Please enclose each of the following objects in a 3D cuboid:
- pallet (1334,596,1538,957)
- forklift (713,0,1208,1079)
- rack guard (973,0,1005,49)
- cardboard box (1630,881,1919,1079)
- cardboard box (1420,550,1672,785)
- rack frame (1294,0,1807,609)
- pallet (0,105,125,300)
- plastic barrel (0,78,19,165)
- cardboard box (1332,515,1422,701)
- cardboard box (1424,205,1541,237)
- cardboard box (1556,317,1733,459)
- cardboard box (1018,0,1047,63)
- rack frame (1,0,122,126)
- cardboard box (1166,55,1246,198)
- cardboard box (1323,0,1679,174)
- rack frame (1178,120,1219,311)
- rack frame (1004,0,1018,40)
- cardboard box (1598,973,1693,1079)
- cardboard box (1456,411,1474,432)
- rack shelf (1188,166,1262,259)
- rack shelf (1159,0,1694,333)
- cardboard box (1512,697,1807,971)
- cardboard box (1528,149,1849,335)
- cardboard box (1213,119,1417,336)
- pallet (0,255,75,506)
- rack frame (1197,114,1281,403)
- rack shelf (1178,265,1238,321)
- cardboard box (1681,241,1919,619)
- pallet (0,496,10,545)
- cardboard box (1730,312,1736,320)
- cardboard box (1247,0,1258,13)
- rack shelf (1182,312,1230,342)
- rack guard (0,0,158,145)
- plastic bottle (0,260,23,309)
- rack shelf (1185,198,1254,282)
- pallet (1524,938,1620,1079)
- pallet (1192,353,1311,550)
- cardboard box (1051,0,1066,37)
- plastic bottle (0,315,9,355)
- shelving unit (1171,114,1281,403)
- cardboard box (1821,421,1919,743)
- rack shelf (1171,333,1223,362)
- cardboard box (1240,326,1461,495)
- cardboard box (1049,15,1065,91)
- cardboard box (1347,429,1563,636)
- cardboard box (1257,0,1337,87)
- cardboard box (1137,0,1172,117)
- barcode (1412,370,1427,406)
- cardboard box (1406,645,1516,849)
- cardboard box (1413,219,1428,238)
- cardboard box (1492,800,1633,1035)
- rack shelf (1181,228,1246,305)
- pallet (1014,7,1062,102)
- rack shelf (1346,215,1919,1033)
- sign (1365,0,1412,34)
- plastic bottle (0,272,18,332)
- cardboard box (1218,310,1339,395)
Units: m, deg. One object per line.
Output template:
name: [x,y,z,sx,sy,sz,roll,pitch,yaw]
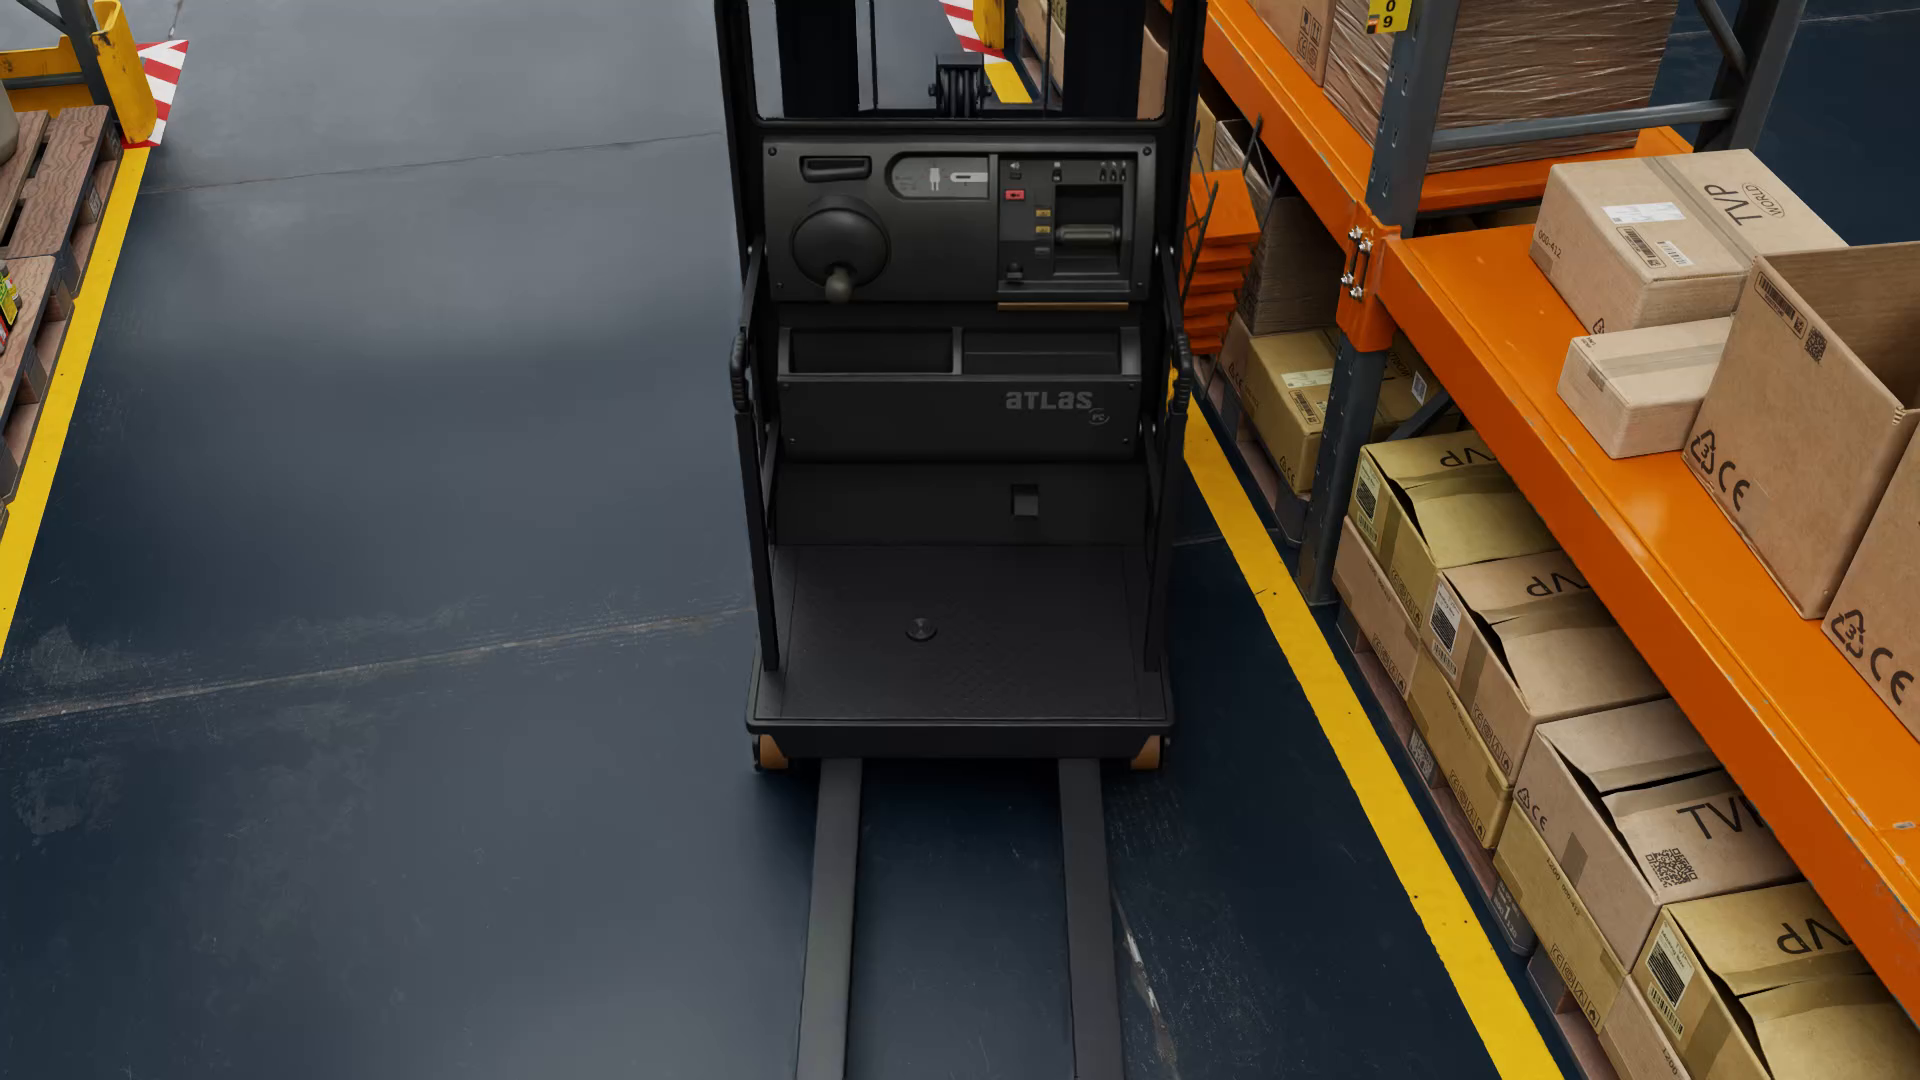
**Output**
pallet: [1.724,0.490,4.539,1.003,0.211,1.213,-8,42,-9]
forklift: [0.001,-0.678,3.806,1.130,2.935,3.031,0,42,0]
rack guard: [0.658,-2.699,7.913,1.175,0.500,0.348,-8,42,-9]
cardboard box: [1.706,0.937,3.268,0.500,0.311,0.500,-7,42,-8]
cardboard box: [1.476,0.265,4.024,0.500,0.311,0.500,-9,42,-10]
rack frame: [1.527,-1.025,4.145,1.000,3.000,0.127,-8,42,-9]
pallet: [-3.941,-1.298,6.553,1.003,0.211,1.213,-8,42,-9]
plastic barrel: [-3.957,-1.721,6.487,0.421,0.512,0.421,0,42,0]
cardboard box: [1.372,0.143,4.584,0.500,0.250,0.500,-9,42,-10]
cardboard box: [1.733,-0.780,5.059,0.500,0.500,0.500,-8,42,-9]
cardboard box: [1.519,-0.327,3.548,0.380,0.149,0.250,-8,42,-9]
cardboard box: [0.562,-2.367,7.412,0.500,0.250,0.500,-8,42,-9]
rack frame: [-4.174,-2.910,6.269,1.000,3.000,0.127,-8,42,-9]
cardboard box: [1.005,-1.353,5.704,0.500,0.500,0.500,-8,42,-9]
cardboard box: [1.425,-1.349,4.435,0.700,0.500,0.500,-9,42,-10]
rack frame: [0.675,-0.831,5.267,0.006,1.200,0.240,-7,64,-7]
rack frame: [0.664,-3.618,7.066,1.000,3.000,0.127,-8,42,-9]
cardboard box: [1.705,1.140,3.461,0.500,0.250,0.500,-8,42,-8]
cardboard box: [1.723,-0.498,5.306,0.500,0.250,0.500,-8,42,-9]
rack shelf: [0.782,-0.985,4.997,0.180,0.103,0.258,-7,64,-7]
rack shelf: [1.095,-2.052,5.844,1.077,0.370,4.000,-8,42,-9]
cardboard box: [1.589,0.601,3.646,0.500,0.311,0.500,-10,43,-11]
cardboard box: [1.676,-0.656,3.842,0.500,0.250,0.500,-6,42,-7]
cardboard box: [1.117,-1.029,5.340,0.500,0.500,0.500,-8,42,-9]
pallet: [-3.681,-0.508,5.664,1.003,0.211,1.213,-8,42,-9]
rack frame: [0.855,-0.853,5.289,0.006,1.200,0.240,-7,64,-7]
rack shelf: [0.763,-0.822,5.318,0.180,0.103,0.258,-7,64,-7]
cardboard box: [1.791,-0.221,3.164,0.500,0.500,0.500,-6,42,-6]
pallet: [-3.415,0.284,4.771,1.003,0.211,1.213,-8,42,-9]
cardboard box: [1.896,-0.431,3.577,0.396,0.266,0.258,-9,42,-10]
cardboard box: [1.200,-2.016,5.186,0.700,0.500,0.500,-8,42,-9]
rack shelf: [0.757,-0.768,5.425,0.180,0.103,0.258,-7,64,-7]
rack guard: [-4.111,-1.933,7.051,1.175,0.500,0.348,-8,42,-9]
plastic bottle: [-3.349,-0.901,5.782,0.097,0.201,0.097,0,42,0]
rack shelf: [0.775,-0.931,5.104,0.180,0.103,0.258,-7,64,-7]
pallet: [1.991,1.282,3.646,1.003,0.211,1.213,-8,42,-9]
pallet: [1.396,-0.504,5.658,1.003,0.211,1.213,-8,42,-9]
cardboard box: [0.672,-2.324,6.798,0.500,0.500,0.500,-8,42,-9]
plastic bottle: [-3.322,-0.761,5.569,0.152,0.276,0.135,-8,42,-9]
shelving unit: [0.765,-0.842,5.278,0.189,1.200,0.258,-7,64,-7]
cardboard box: [1.899,0.104,2.798,0.500,0.500,0.500,-8,42,-9]
rack shelf: [0.750,-0.713,5.531,0.180,0.103,0.258,-7,64,-7]
cardboard box: [1.214,-0.423,5.222,0.500,0.250,0.500,-8,42,-9]
cardboard box: [0.674,-2.043,7.047,0.500,0.250,0.500,-8,42,-9]
cardboard box: [1.373,-0.060,4.390,0.500,0.311,0.500,-8,42,-9]
cardboard box: [1.305,-1.690,4.819,0.700,0.500,0.500,-9,42,-10]
cardboard box: [0.883,-1.675,6.067,0.500,0.500,0.500,-8,42,-9]
barcode: [1.176,-0.389,4.257,0.001,0.075,0.075,-8,42,-9]
cardboard box: [1.481,0.475,4.210,0.500,0.250,0.500,-7,42,-8]
cardboard box: [1.617,-1.103,5.423,0.500,0.500,0.500,-8,42,-9]
cardboard box: [1.596,0.810,3.833,0.500,0.250,0.500,-10,42,-11]
rack shelf: [0.769,-0.876,5.211,0.180,0.103,0.258,-7,64,-7]
pallet: [0.870,-2.085,7.440,1.003,0.211,1.213,-8,42,-9]
rack shelf: [1.959,0.541,2.923,1.077,0.370,4.000,-8,42,-9]
sign: [0.985,-1.298,3.741,0.100,0.325,0.005,-8,42,-9]
plastic bottle: [-3.306,-0.858,5.672,0.061,0.283,0.133,-7,42,-8]
cardboard box: [1.115,-0.748,5.589,0.500,0.250,0.500,-8,42,-9]
